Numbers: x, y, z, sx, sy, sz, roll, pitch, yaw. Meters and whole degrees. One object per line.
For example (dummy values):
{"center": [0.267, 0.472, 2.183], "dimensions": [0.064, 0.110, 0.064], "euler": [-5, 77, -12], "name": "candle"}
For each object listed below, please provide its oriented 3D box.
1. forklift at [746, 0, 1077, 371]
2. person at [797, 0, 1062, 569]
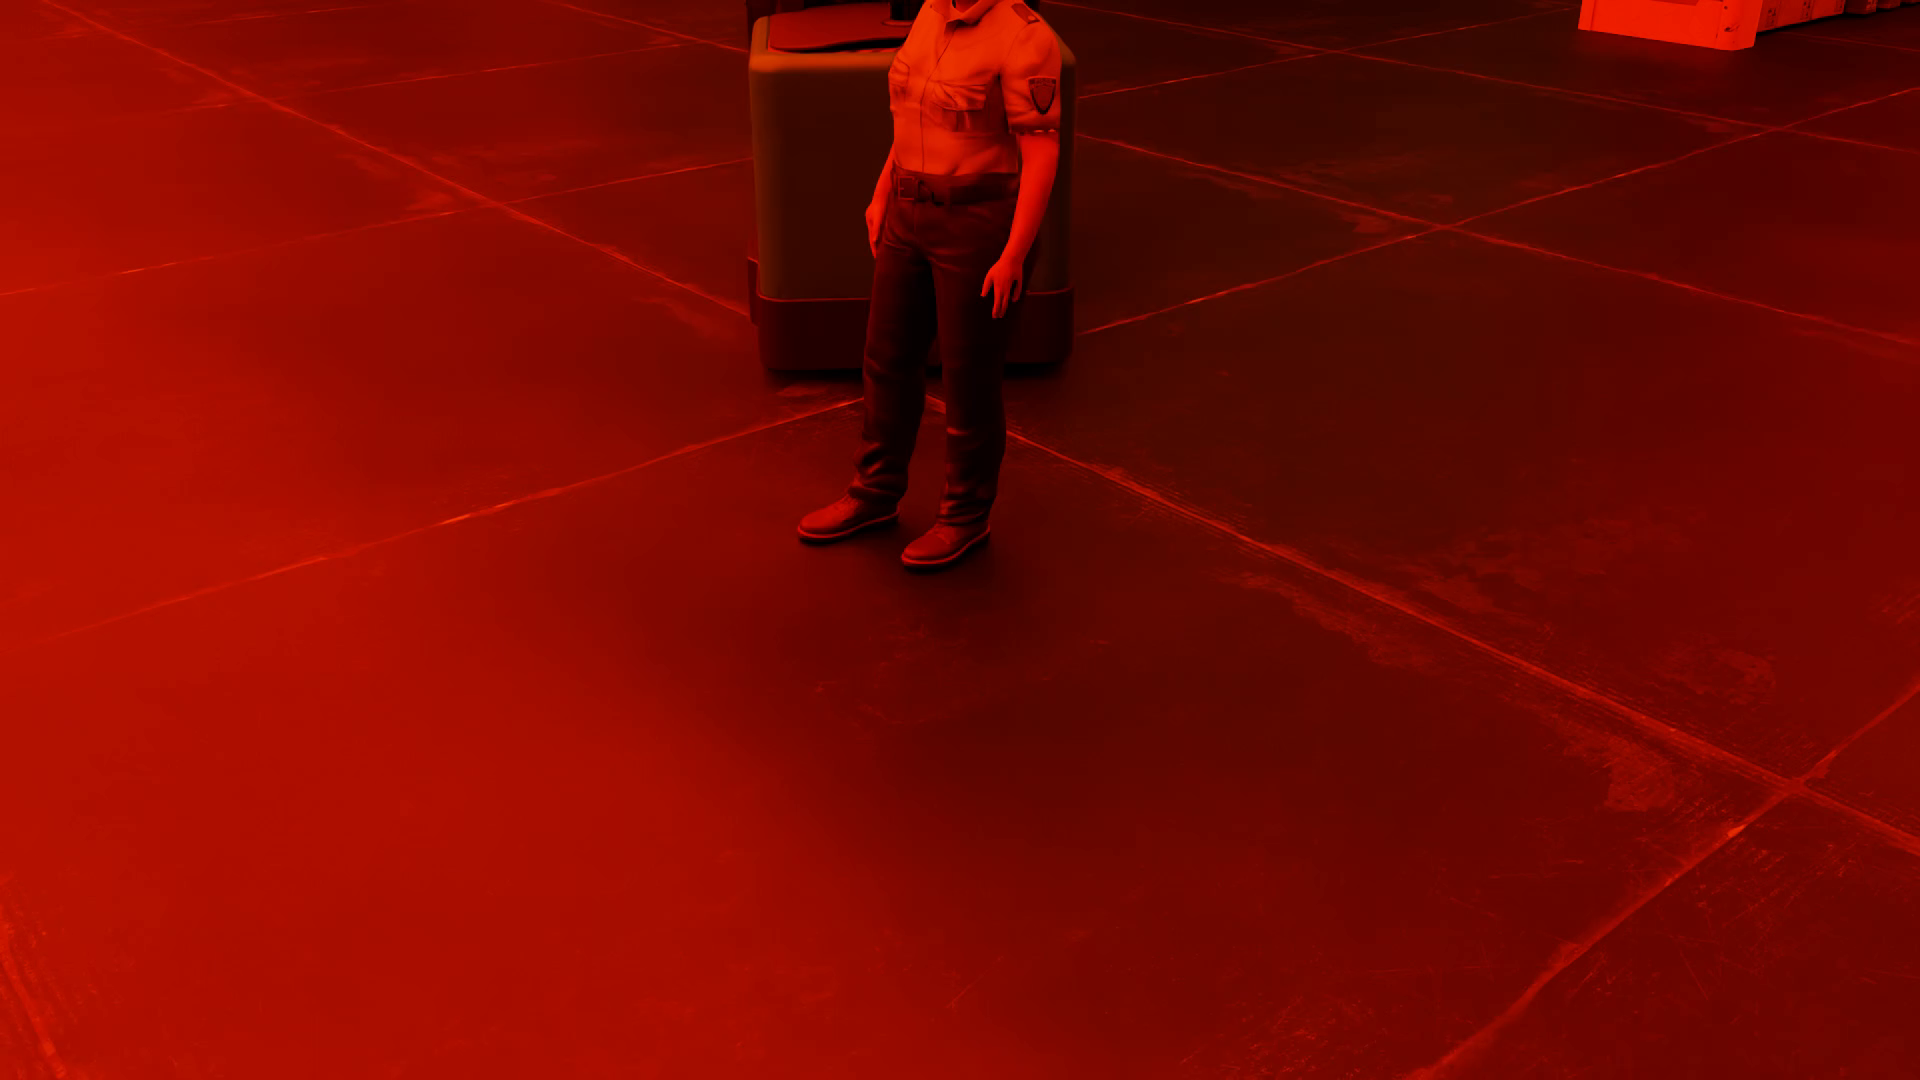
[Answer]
{"center": [-0.273, -2.491, 6.224], "dimensions": [1.130, 2.935, 3.031], "euler": [-2, 26, -5], "name": "forklift"}
{"center": [-0.084, -0.727, 4.096], "dimensions": [0.502, 1.651, 0.598], "euler": [-20, 33, -35], "name": "person"}
